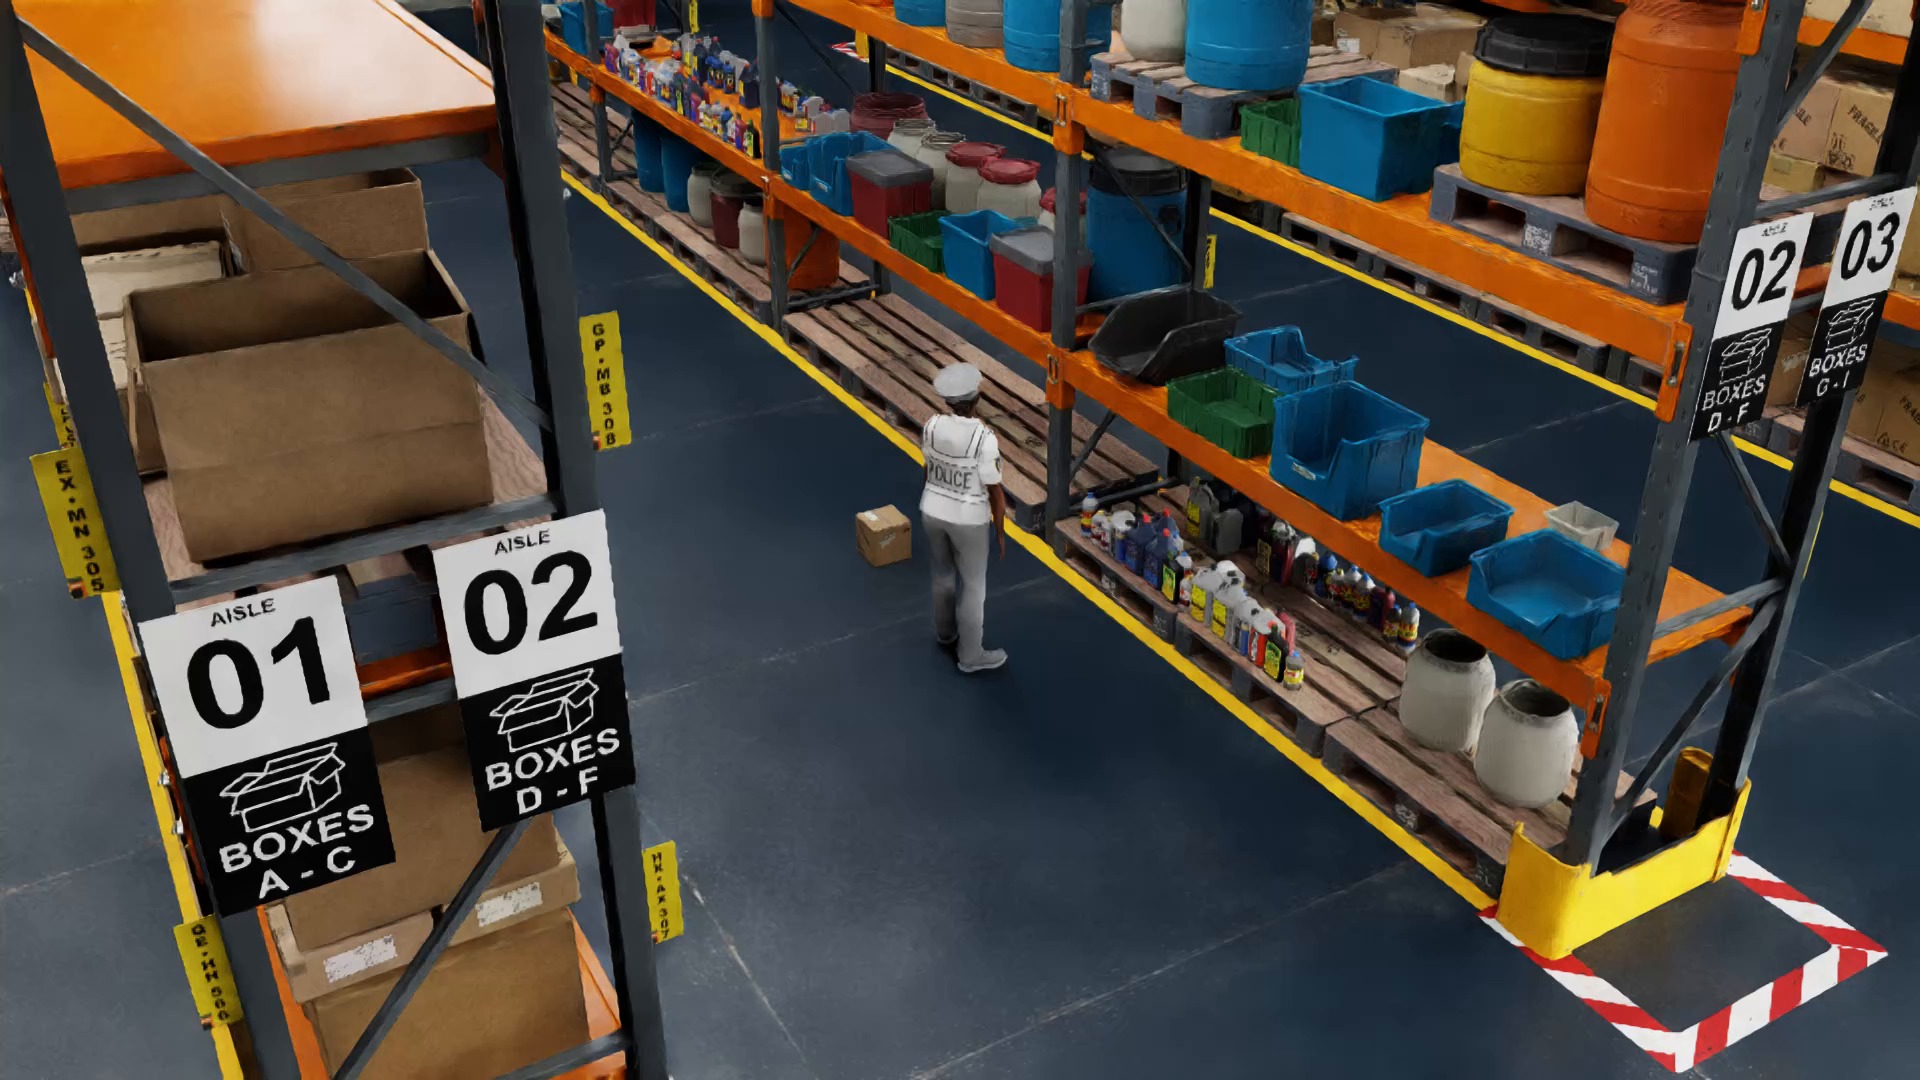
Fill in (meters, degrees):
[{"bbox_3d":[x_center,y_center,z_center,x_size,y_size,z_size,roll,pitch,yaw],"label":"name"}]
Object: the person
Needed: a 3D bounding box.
[{"bbox_3d":[0.053,-0.127,8.728,0.520,1.686,0.488,15,33,25],"label":"person"}]
